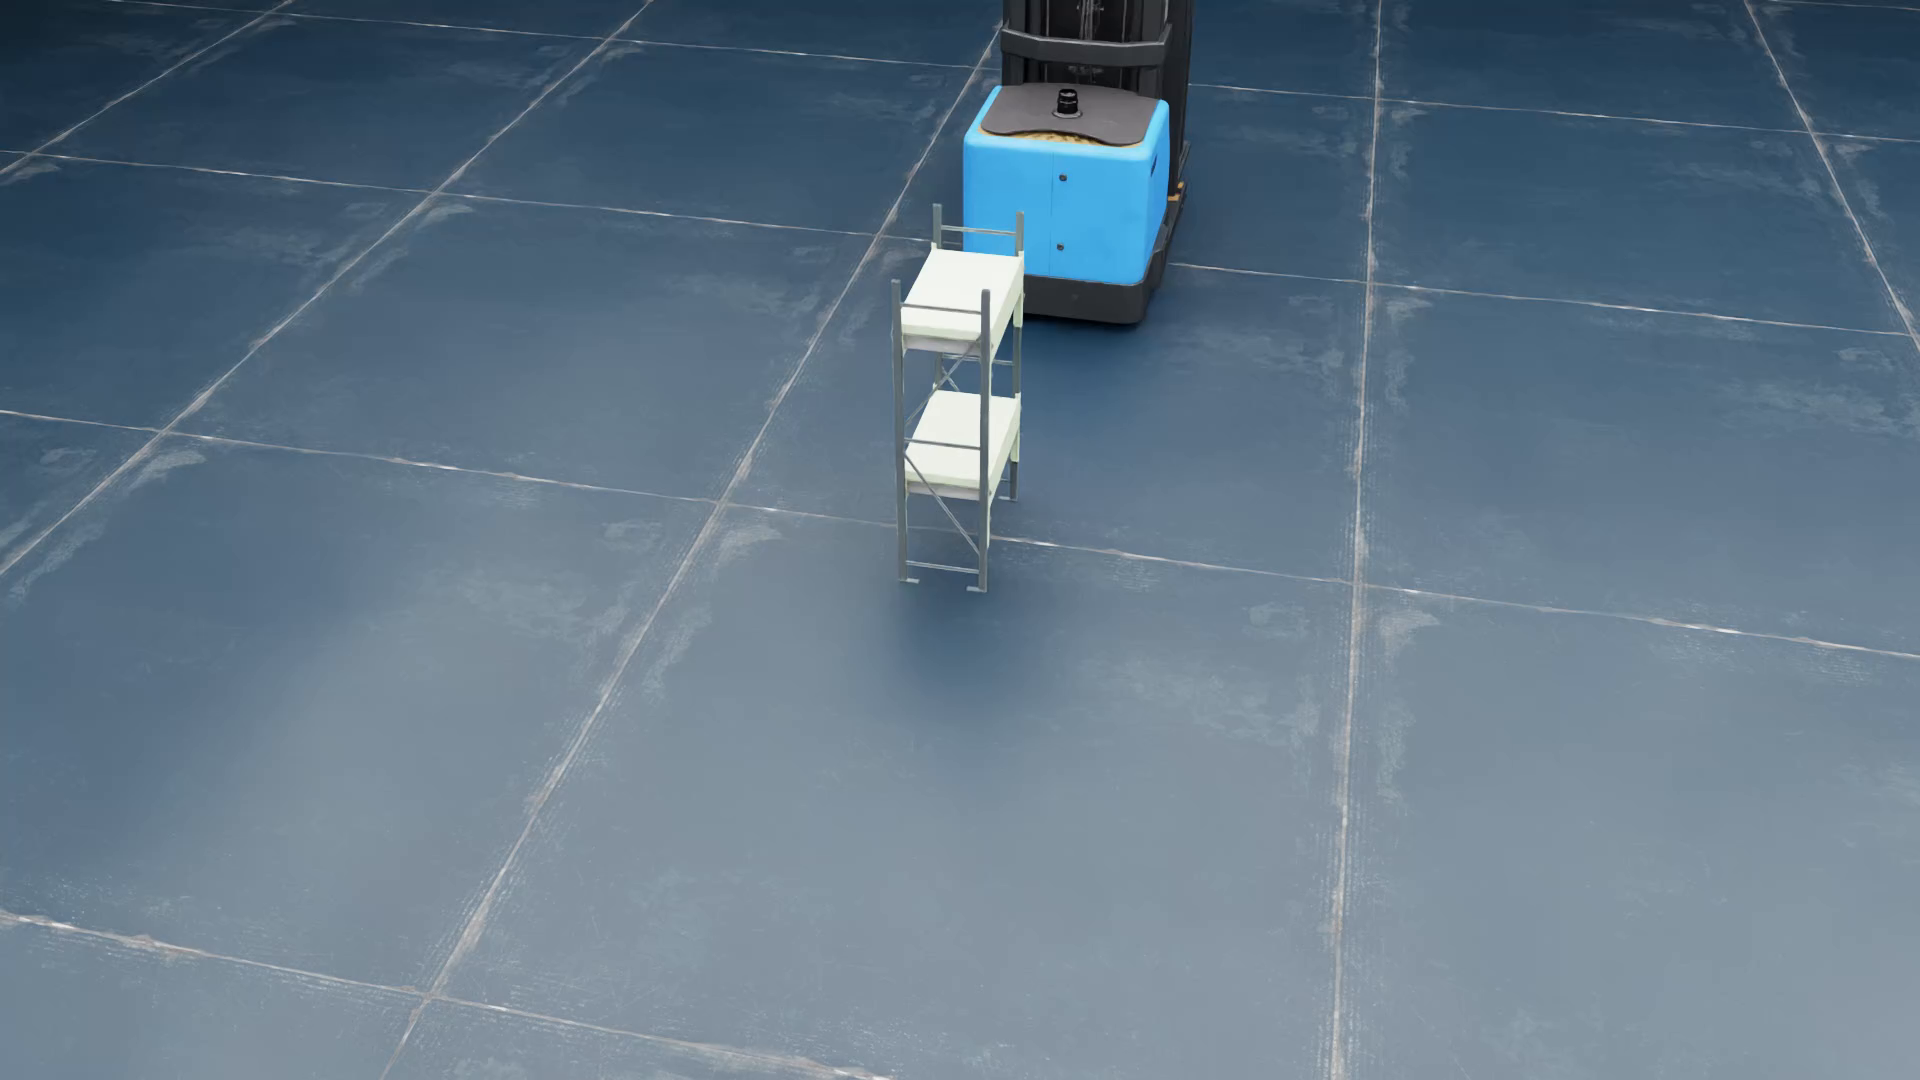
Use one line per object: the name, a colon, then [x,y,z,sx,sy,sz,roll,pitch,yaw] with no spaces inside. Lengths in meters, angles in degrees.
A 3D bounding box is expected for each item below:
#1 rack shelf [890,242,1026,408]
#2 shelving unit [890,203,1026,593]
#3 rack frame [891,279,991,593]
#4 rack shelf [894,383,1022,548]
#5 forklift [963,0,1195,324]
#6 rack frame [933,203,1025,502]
rack shelf: [0.001,-0.927,7.086,0.431,0.370,0.720,7,37,10]
shelving unit: [0.001,-0.611,7.315,0.431,1.500,0.755,7,37,10]
rack frame: [-0.077,-0.401,7.026,0.400,1.500,0.023,7,37,10]
rack shelf: [0.001,-0.347,7.506,0.431,0.370,0.720,7,37,10]
forklift: [0.845,-3.259,9.749,1.130,2.935,3.031,8,37,11]
rack frame: [0.080,-0.821,7.605,0.400,1.500,0.023,7,37,10]
